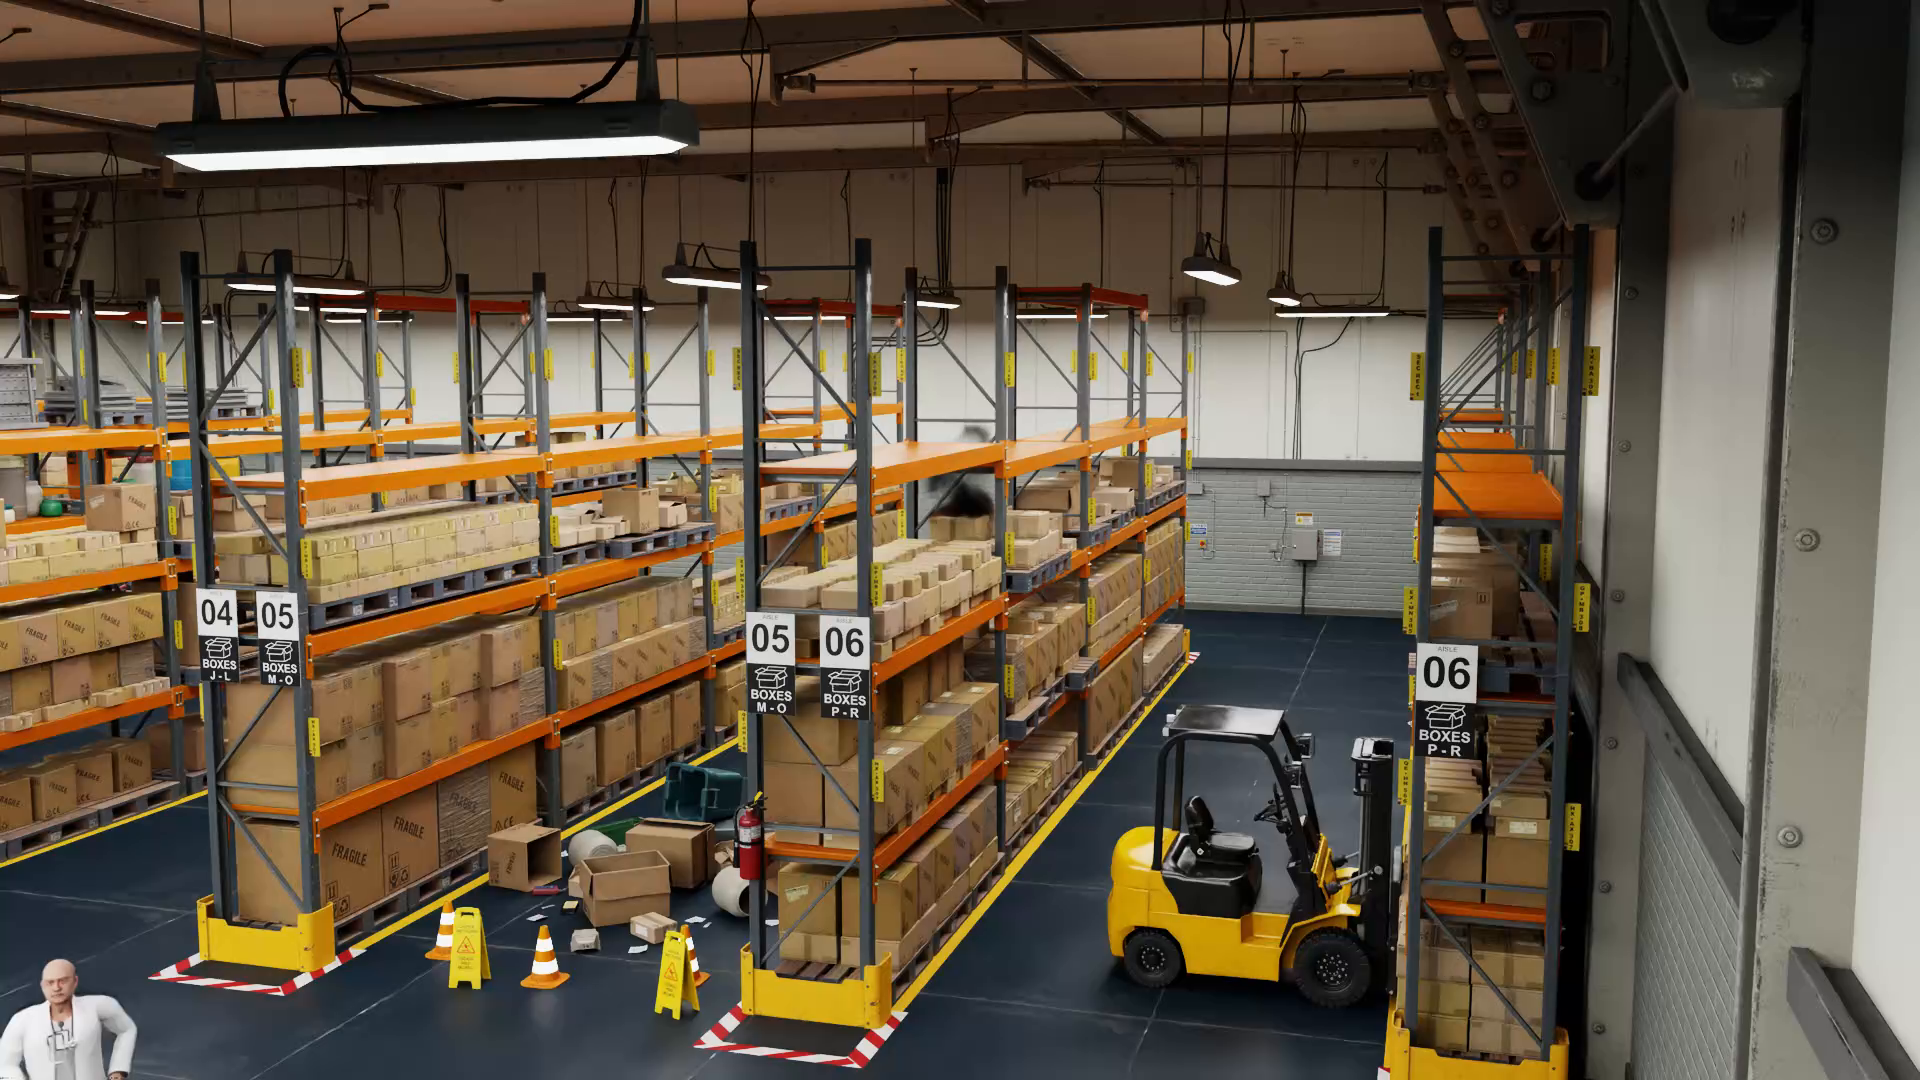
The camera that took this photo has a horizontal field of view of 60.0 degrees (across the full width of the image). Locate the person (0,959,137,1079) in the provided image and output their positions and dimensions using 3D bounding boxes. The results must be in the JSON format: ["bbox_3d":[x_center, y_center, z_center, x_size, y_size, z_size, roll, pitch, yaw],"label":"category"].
[{"bbox_3d":[-5.102,3.255,9.540,0.724,1.752,0.882,-3,7,-27],"label":"person"}]

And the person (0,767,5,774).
[{"bbox_3d":[-11.271,2.268,18.933,0.548,1.568,0.805,1,7,11],"label":"person"}]
